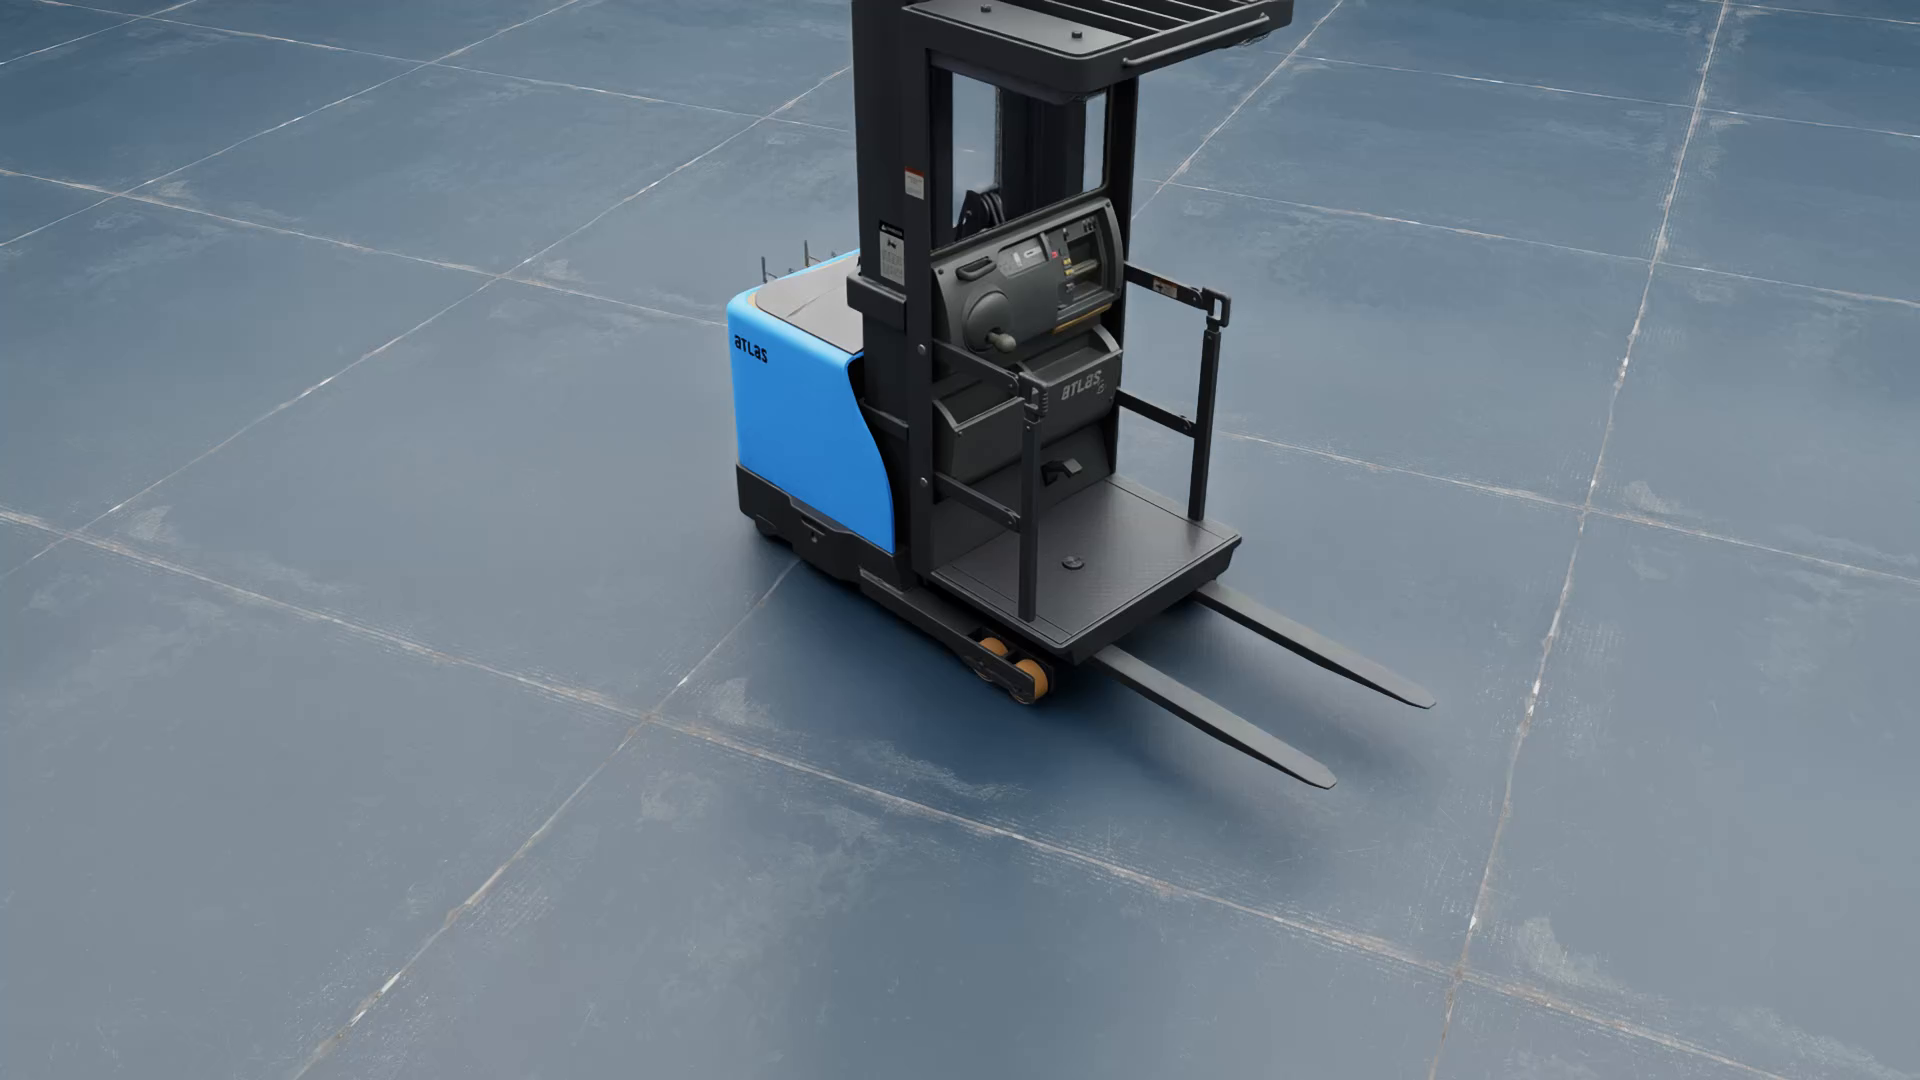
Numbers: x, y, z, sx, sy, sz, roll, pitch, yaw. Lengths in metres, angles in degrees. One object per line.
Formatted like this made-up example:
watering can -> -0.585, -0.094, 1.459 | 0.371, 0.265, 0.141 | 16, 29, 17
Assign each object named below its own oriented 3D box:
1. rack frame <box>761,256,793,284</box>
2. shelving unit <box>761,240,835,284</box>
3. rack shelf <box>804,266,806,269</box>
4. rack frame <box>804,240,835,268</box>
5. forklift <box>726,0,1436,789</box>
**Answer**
rack frame -> -0.786, -0.754, 7.441 | 0.200, 1.050, 0.008 | 28, 42, 36
shelving unit -> -0.700, -0.802, 7.513 | 0.215, 1.050, 0.252 | 28, 42, 36
rack shelf -> -0.702, -1.031, 7.365 | 0.215, 0.259, 0.240 | 28, 42, 36
rack frame -> -0.614, -0.849, 7.586 | 0.200, 1.050, 0.008 | 28, 42, 36
forklift -> 0.414, -0.927, 5.990 | 1.130, 2.935, 3.031 | -28, 43, -36
